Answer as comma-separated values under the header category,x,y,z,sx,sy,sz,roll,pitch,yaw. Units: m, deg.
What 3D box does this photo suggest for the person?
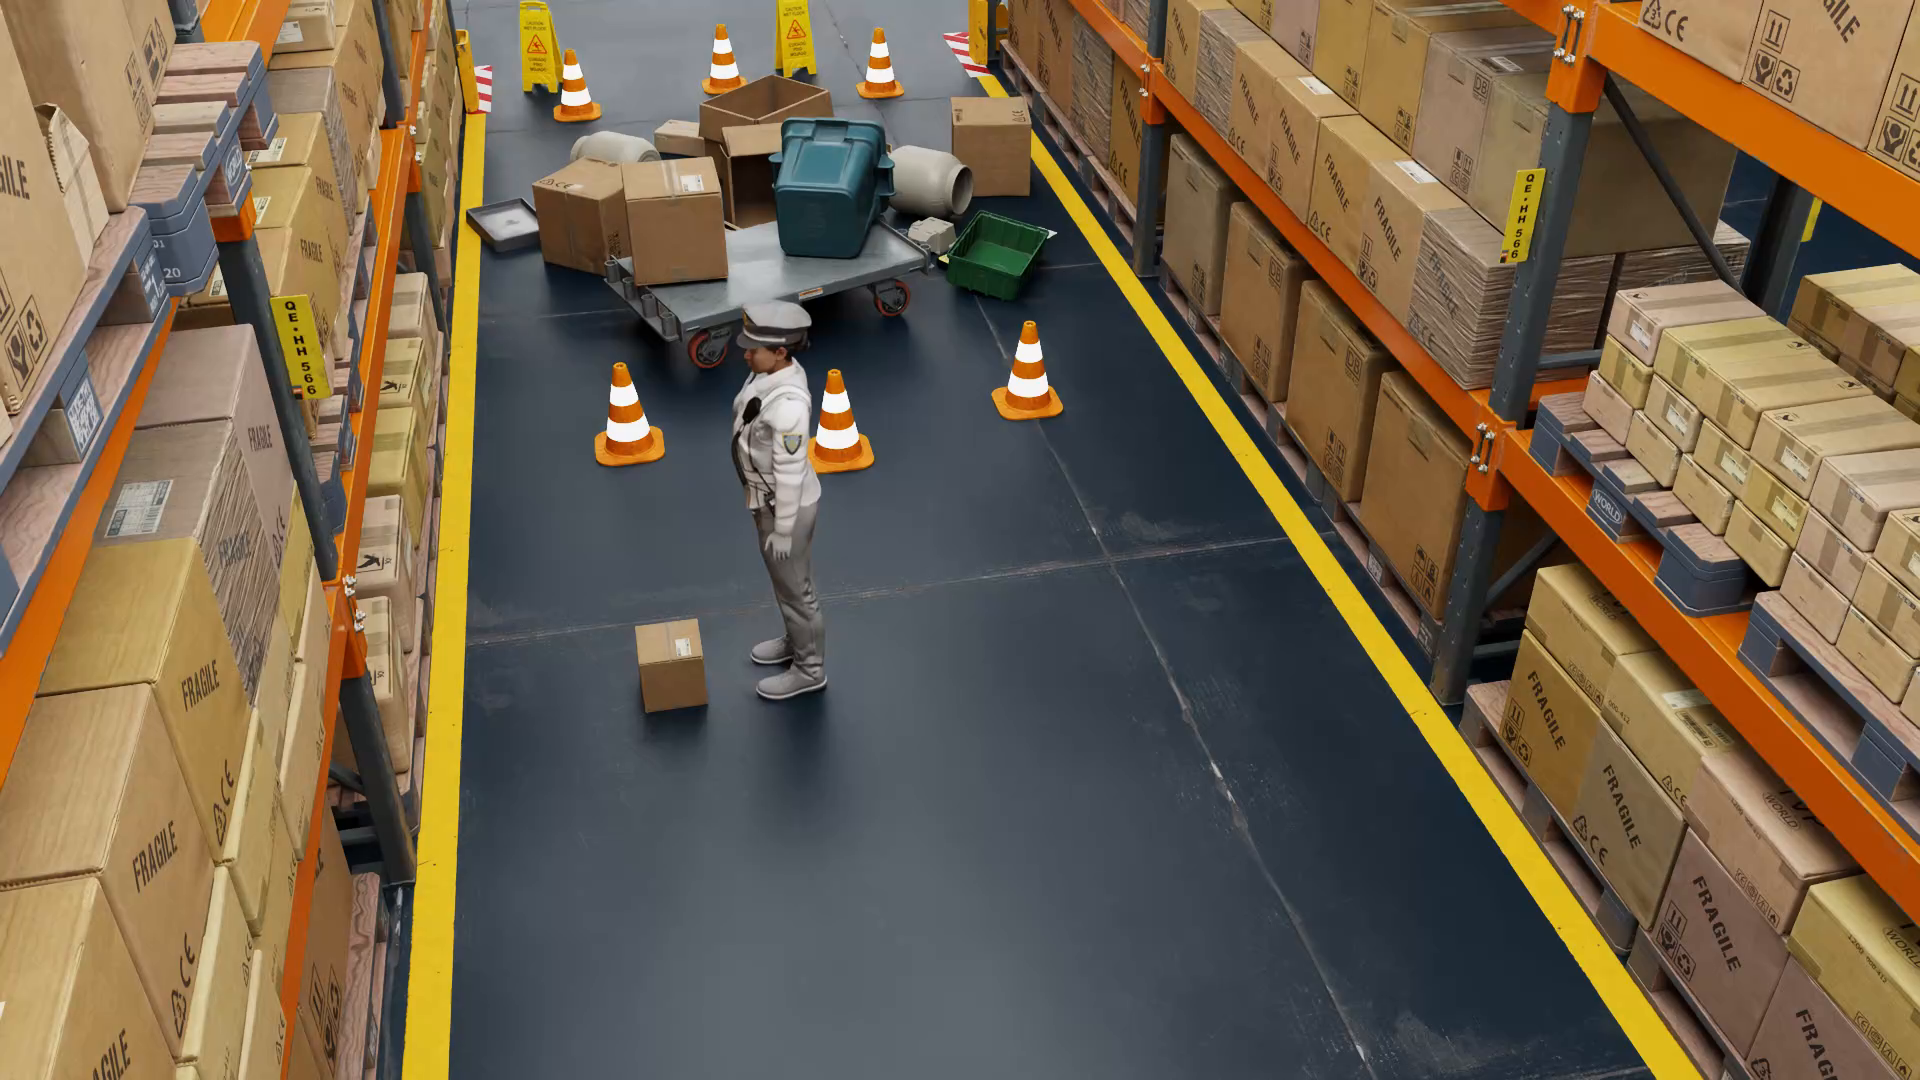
category,x,y,z,sx,sy,sz,roll,pitch,yaw
person,-0.692,-0.136,6.329,0.327,1.680,0.469,-7,35,-10
